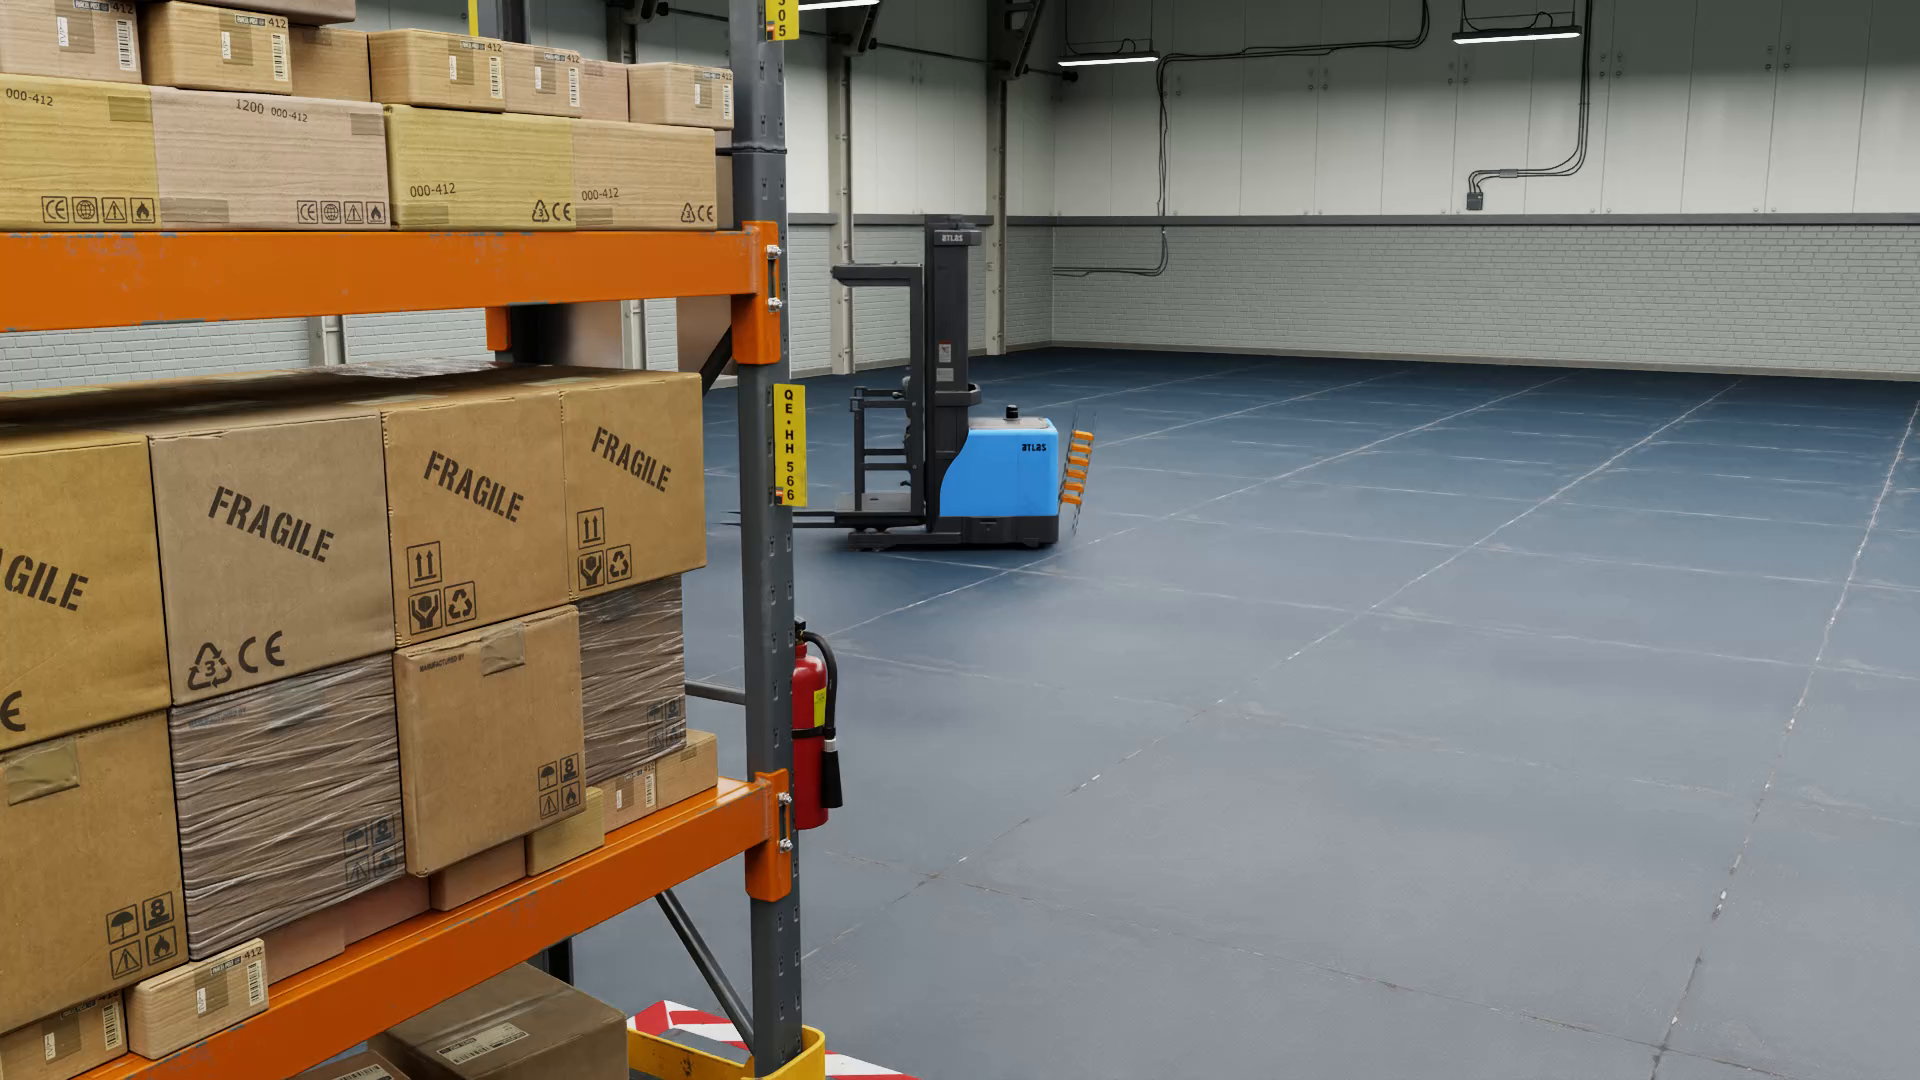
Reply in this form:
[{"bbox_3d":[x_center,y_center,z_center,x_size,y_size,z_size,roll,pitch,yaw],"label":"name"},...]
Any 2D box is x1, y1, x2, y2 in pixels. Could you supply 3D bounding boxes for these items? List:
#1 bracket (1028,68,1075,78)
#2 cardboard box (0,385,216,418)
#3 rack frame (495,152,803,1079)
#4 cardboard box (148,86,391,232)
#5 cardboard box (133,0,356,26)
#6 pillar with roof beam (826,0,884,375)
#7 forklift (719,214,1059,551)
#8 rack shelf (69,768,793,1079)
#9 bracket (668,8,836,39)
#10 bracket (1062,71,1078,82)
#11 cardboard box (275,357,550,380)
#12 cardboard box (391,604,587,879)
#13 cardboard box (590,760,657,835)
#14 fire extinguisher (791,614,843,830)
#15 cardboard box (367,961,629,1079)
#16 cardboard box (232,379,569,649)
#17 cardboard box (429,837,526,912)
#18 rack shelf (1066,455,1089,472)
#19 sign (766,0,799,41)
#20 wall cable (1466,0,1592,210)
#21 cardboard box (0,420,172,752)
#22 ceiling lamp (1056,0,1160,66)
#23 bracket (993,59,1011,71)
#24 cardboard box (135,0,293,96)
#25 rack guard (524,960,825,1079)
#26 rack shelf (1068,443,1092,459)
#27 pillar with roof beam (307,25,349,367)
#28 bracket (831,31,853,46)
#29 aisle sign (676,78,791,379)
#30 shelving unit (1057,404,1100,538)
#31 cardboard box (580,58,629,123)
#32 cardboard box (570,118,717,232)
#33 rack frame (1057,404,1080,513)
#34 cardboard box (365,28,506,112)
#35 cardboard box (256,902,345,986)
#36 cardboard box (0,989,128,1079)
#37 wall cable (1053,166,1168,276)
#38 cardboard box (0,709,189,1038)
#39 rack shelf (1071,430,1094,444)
[{"bbox_3d":[2.255,-10.728,38.319,0.076,0.066,3.189,6,12,31],"label":"bracket"},{"bbox_3d":[-1.959,-0.054,3.587,0.500,0.500,0.500,6,12,31],"label":"cardboard box"},{"bbox_3d":[-0.917,0.416,4.876,1.000,3.000,0.127,6,12,31],"label":"rack frame"},{"bbox_3d":[-1.480,-0.726,3.232,0.500,0.250,0.500,7,13,32],"label":"cardboard box"},{"bbox_3d":[-1.505,-1.231,3.086,0.500,0.500,0.500,6,12,31],"label":"cardboard box"},{"bbox_3d":[1.377,-7.293,29.751,9.100,9.000,0.548,6,12,31],"label":"pillar with roof beam"},{"bbox_3d":[-0.645,-1.438,14.965,3.031,2.935,1.130,0,11,-1],"label":"forklift"},{"bbox_3d":[-1.955,1.084,3.262,1.077,0.370,4.000,6,12,31],"label":"rack shelf"},{"bbox_3d":[-3.552,-8.969,28.922,0.076,0.066,4.783,6,12,31],"label":"bracket"},{"bbox_3d":[2.562,-10.821,38.815,0.235,0.232,0.430,6,12,31],"label":"bracket"},{"bbox_3d":[-1.435,-0.210,4.424,0.500,0.500,0.500,6,12,31],"label":"cardboard box"},{"bbox_3d":[-1.383,0.395,3.910,0.875,0.500,0.500,6,12,31],"label":"cardboard box"},{"bbox_3d":[-1.019,0.643,4.344,0.380,0.149,0.250,6,12,31],"label":"cardboard box"},{"bbox_3d":[-0.464,0.480,4.744,0.296,0.674,0.183,6,12,31],"label":"fire extinguisher"},{"bbox_3d":[-1.255,1.535,4.551,0.500,0.500,0.500,9,14,41],"label":"cardboard box"},{"bbox_3d":[-1.246,-0.081,3.736,0.500,0.500,0.500,6,12,31],"label":"cardboard box"},{"bbox_3d":[-1.248,0.725,3.906,0.380,0.149,0.250,6,12,31],"label":"cardboard box"},{"bbox_3d":[1.079,-0.708,15.323,0.180,0.103,0.258,10,10,-4],"label":"rack shelf"},{"bbox_3d":[-0.453,-1.437,4.218,0.100,0.325,0.005,6,12,31],"label":"sign"},{"bbox_3d":[11.578,-9.747,33.617,2.305,6.003,0.169,6,12,31],"label":"wall cable"},{"bbox_3d":[-1.774,0.075,2.902,0.500,0.500,0.500,6,12,31],"label":"cardboard box"},{"bbox_3d":[2.866,-10.455,30.781,2.000,3.185,0.800,6,12,31],"label":"ceiling lamp"},{"bbox_3d":[0.901,-10.318,36.127,0.235,0.232,0.430,6,12,31],"label":"bracket"},{"bbox_3d":[-1.476,-0.903,3.095,0.380,0.149,0.250,6,12,28],"label":"cardboard box"},{"bbox_3d":[-0.956,1.657,5.042,1.175,0.500,0.348,6,12,31],"label":"rack guard"},{"bbox_3d":[1.100,-0.824,15.302,0.180,0.103,0.258,10,10,-4],"label":"rack shelf"},{"bbox_3d":[-4.853,-5.406,19.670,9.100,9.000,0.400,6,12,31],"label":"pillar with roof beam"},{"bbox_3d":[-2.215,-9.374,31.087,0.235,0.232,0.430,6,12,31],"label":"bracket"},{"bbox_3d":[-0.628,-0.843,4.536,0.394,0.787,0.004,6,12,31],"label":"aisle sign"},{"bbox_3d":[1.066,-0.635,15.337,0.189,1.200,0.258,10,10,-4],"label":"shelving unit"},{"bbox_3d":[-1.030,-1.077,4.026,0.380,0.149,0.250,6,12,29],"label":"cardboard box"},{"bbox_3d":[-0.950,-0.884,4.079,0.500,0.250,0.500,7,13,32],"label":"cardboard box"},{"bbox_3d":[0.976,-0.650,15.331,0.006,1.200,0.240,10,10,-4],"label":"rack frame"},{"bbox_3d":[-1.188,-0.982,3.517,0.380,0.149,0.250,6,12,31],"label":"cardboard box"},{"bbox_3d":[-1.523,0.802,3.496,0.380,0.149,0.250,6,12,31],"label":"cardboard box"},{"bbox_3d":[-1.767,0.883,3.066,0.380,0.149,0.250,6,12,31],"label":"cardboard box"},{"bbox_3d":[3.472,-7.459,39.074,3.097,2.526,0.112,6,12,31],"label":"wall cable"},{"bbox_3d":[-1.949,0.547,3.098,0.875,0.500,0.500,6,12,31],"label":"cardboard box"},{"bbox_3d":[1.122,-0.940,15.281,0.180,0.103,0.258,10,10,-4],"label":"rack shelf"}]
